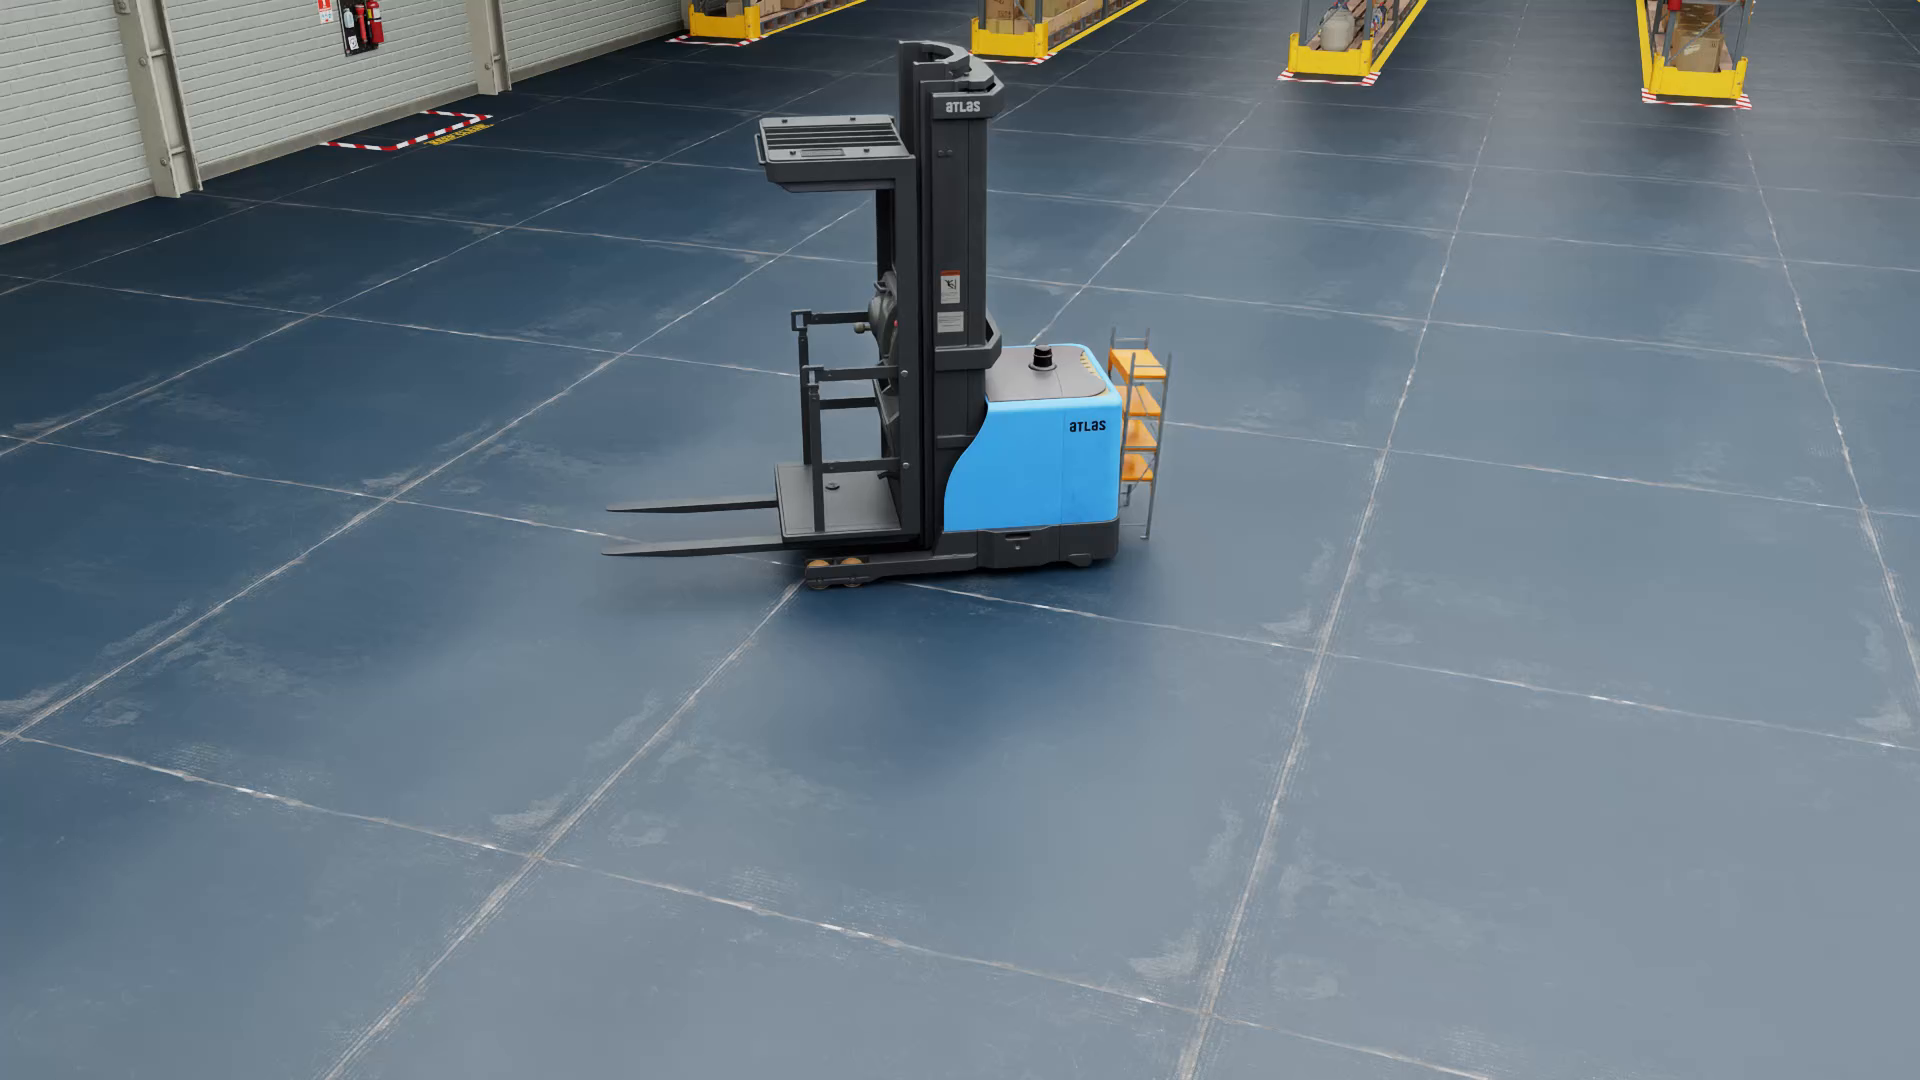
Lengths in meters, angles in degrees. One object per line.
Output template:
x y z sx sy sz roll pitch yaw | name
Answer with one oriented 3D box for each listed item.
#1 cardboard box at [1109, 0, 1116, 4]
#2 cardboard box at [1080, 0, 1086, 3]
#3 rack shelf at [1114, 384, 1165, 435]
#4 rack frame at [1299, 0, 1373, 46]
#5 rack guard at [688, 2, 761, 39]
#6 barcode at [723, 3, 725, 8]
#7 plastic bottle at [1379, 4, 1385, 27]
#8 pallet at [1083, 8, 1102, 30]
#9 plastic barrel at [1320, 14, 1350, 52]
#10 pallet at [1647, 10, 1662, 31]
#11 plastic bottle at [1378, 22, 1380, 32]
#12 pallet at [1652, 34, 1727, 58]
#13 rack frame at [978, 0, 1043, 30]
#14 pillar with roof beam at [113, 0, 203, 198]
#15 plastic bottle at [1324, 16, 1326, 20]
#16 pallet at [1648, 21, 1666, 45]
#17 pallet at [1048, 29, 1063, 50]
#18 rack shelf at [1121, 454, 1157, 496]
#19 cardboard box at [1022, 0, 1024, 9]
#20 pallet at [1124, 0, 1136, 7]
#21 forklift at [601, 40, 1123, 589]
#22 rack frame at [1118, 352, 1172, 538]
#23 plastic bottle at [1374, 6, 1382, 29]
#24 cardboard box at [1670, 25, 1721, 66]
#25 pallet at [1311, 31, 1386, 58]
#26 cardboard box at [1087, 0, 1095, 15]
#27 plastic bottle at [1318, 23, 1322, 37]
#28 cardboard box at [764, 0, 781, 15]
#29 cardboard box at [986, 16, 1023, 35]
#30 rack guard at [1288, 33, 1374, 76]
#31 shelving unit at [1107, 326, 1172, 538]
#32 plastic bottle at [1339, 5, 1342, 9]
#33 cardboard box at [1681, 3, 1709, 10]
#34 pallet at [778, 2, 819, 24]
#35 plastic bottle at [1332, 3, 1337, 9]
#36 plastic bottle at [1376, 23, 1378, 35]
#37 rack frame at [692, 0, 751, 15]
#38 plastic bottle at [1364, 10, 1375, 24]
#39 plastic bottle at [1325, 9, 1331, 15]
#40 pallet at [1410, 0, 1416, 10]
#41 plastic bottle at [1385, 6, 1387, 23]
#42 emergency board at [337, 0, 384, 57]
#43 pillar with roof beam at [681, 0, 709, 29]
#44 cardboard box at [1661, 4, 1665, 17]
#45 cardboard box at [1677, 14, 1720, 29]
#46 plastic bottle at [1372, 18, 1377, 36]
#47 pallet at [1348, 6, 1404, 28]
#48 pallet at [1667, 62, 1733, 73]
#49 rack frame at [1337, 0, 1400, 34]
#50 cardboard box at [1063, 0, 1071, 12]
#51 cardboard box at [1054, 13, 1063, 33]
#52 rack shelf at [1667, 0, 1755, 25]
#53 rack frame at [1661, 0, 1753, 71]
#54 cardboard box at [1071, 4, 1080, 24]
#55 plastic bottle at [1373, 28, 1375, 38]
2.474 -9.646 29.405 0.500 0.250 0.500 8 27 16 | cardboard box
1.818 -9.222 27.668 0.500 0.500 0.500 9 27 17 | cardboard box
1.060 -0.802 10.152 0.258 0.148 0.480 -1 26 -10 | rack shelf
5.445 -8.201 23.747 1.000 3.000 0.127 9 27 17 | rack frame
-3.872 -8.544 27.323 1.175 0.500 0.348 9 27 17 | rack guard
-3.953 -8.967 27.898 0.001 0.075 0.075 9 27 17 | barcode
6.770 -8.466 26.828 0.144 0.351 0.185 7 27 15 | plastic bottle
1.802 -8.989 28.574 1.003 0.211 1.213 9 27 17 | pallet
5.592 -7.552 24.779 0.421 0.512 0.421 0 26 0 | plastic barrel
12.109 -8.695 27.966 1.003 0.211 1.213 9 27 17 | pallet
6.591 -8.147 26.341 0.097 0.201 0.097 0 26 0 | plastic bottle
11.257 -7.591 25.686 1.003 0.211 1.213 9 27 17 | pallet
0.775 -8.921 25.234 1.000 3.000 0.127 9 27 17 | rack frame
-4.414 -7.196 14.786 9.100 9.000 0.400 9 27 17 | pillar with roof beam
5.753 -8.091 26.140 0.152 0.276 0.135 9 27 18 | plastic bottle
11.705 -8.192 26.927 1.003 0.211 1.213 9 27 17 | pallet
0.990 -7.987 26.503 1.003 0.211 1.213 9 27 17 | pallet
1.032 -0.420 10.332 0.258 0.148 0.480 -1 26 -10 | rack shelf
0.992 -8.887 26.975 0.500 0.500 0.500 9 27 17 | cardboard box
2.719 -10.122 30.912 1.003 0.211 1.213 9 27 17 | pallet
-0.616 -1.279 9.529 3.031 2.935 1.130 -4 26 -8 | forklift
1.088 -0.555 10.002 0.240 1.200 0.015 -1 26 -10 | rack frame
6.663 -8.333 26.553 0.144 0.351 0.185 9 27 17 | plastic bottle
10.506 -7.052 23.759 0.500 0.500 0.500 17 30 31 | cardboard box
6.109 -7.817 26.153 1.003 0.211 1.213 9 27 17 | pallet
1.983 -9.090 28.256 0.500 0.250 0.500 9 27 17 | cardboard box
5.643 -7.958 25.951 0.097 0.201 0.097 0 26 0 | plastic bottle
-3.392 -9.132 28.248 0.500 0.311 0.500 11 28 22 | cardboard box
0.675 -8.136 26.285 0.500 0.250 0.500 9 27 17 | cardboard box
5.426 -7.114 24.370 1.175 0.500 0.348 9 27 17 | rack guard
1.050 -0.660 10.219 0.258 1.200 0.503 -1 26 -10 | shelving unit
6.175 -8.613 27.218 0.152 0.276 0.135 10 27 19 | plastic bottle
11.276 -8.032 25.784 0.500 0.500 0.500 8 27 16 | cardboard box
-3.160 -9.243 29.097 1.003 0.211 1.213 9 27 17 | pallet
6.054 -8.502 26.902 0.144 0.351 0.185 8 27 15 | plastic bottle
6.523 -8.063 26.166 0.097 0.201 0.097 0 26 0 | plastic bottle
-3.897 -9.638 26.714 1.000 3.000 0.127 9 27 17 | rack frame
6.622 -8.443 26.867 0.152 0.276 0.135 9 27 17 | plastic bottle
5.850 -8.251 26.384 0.144 0.351 0.185 10 28 20 | plastic bottle
7.813 -9.921 30.499 1.003 0.211 1.213 9 27 17 | pallet
6.927 -8.575 27.131 0.061 0.283 0.133 10 28 20 | plastic bottle
-7.335 -6.576 20.389 0.194 1.169 0.643 9 27 17 | emergency board
-0.420 -12.127 24.971 9.100 9.000 0.400 9 27 17 | pillar with roof beam
12.034 -8.872 27.496 0.700 0.500 0.500 6 27 13 | cardboard box
10.960 -7.529 24.745 0.500 0.500 0.500 6 27 13 | cardboard box
6.457 -8.012 25.982 0.097 0.271 0.097 0 26 0 | plastic bottle
7.001 -8.919 28.428 1.003 0.211 1.213 9 27 17 | pallet
10.445 -6.588 23.615 1.003 0.211 1.213 9 27 17 | pallet
6.776 -9.845 27.142 1.000 3.000 0.127 9 27 17 | rack frame
1.483 -8.812 26.820 0.500 0.500 0.500 9 27 17 | cardboard box
1.327 -8.267 26.555 0.500 0.250 0.500 9 27 17 | cardboard box
10.781 -7.981 24.118 1.077 0.370 4.000 9 27 17 | rack shelf
10.116 -7.483 22.264 1.000 3.000 0.127 9 27 17 | rack frame
1.664 -8.677 27.403 0.500 0.250 0.500 9 27 17 | cardboard box
6.377 -7.882 25.794 0.097 0.201 0.097 0 26 0 | plastic bottle
